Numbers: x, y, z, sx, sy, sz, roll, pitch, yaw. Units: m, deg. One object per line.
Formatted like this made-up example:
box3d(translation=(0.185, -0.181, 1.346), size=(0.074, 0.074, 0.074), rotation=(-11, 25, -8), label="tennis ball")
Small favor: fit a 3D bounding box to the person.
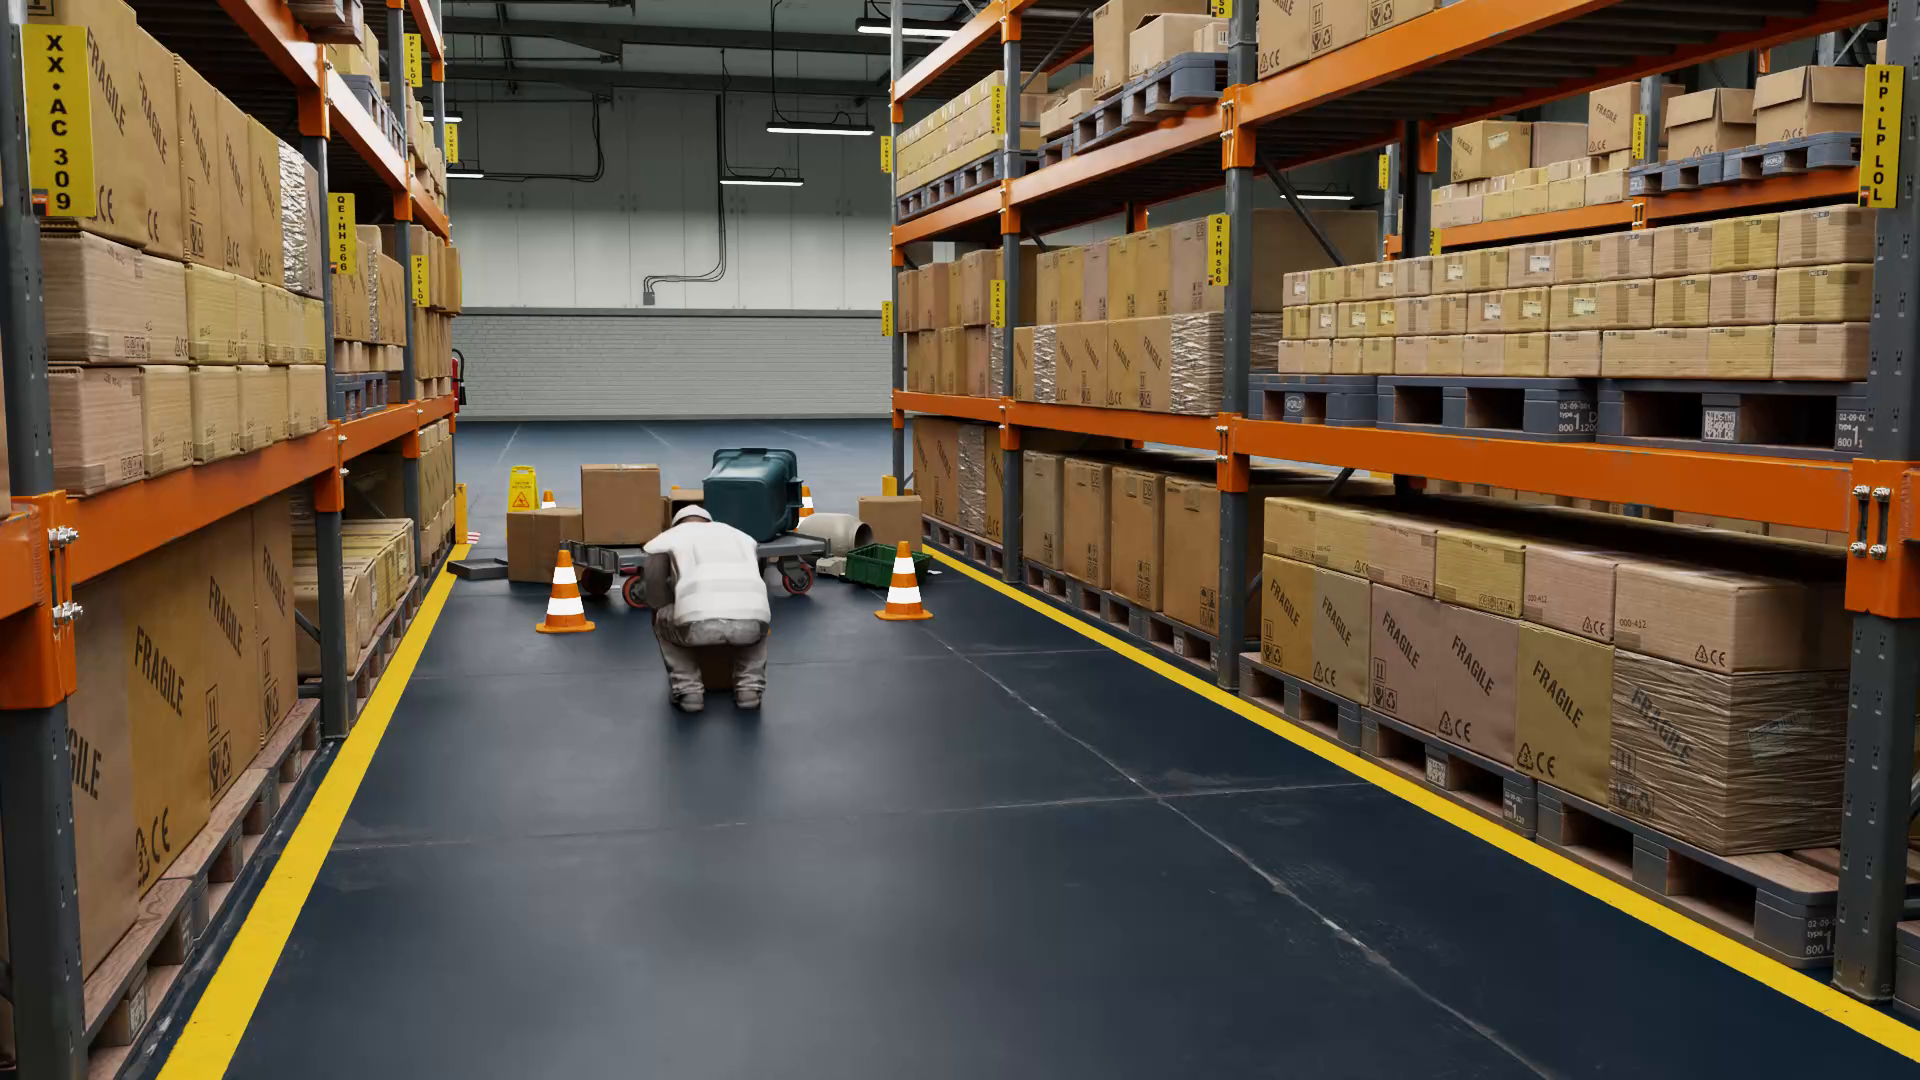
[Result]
box3d(translation=(-1.167, 0.306, 7.708), size=(0.576, 0.886, 0.907), rotation=(-1, 6, -14), label="person")
